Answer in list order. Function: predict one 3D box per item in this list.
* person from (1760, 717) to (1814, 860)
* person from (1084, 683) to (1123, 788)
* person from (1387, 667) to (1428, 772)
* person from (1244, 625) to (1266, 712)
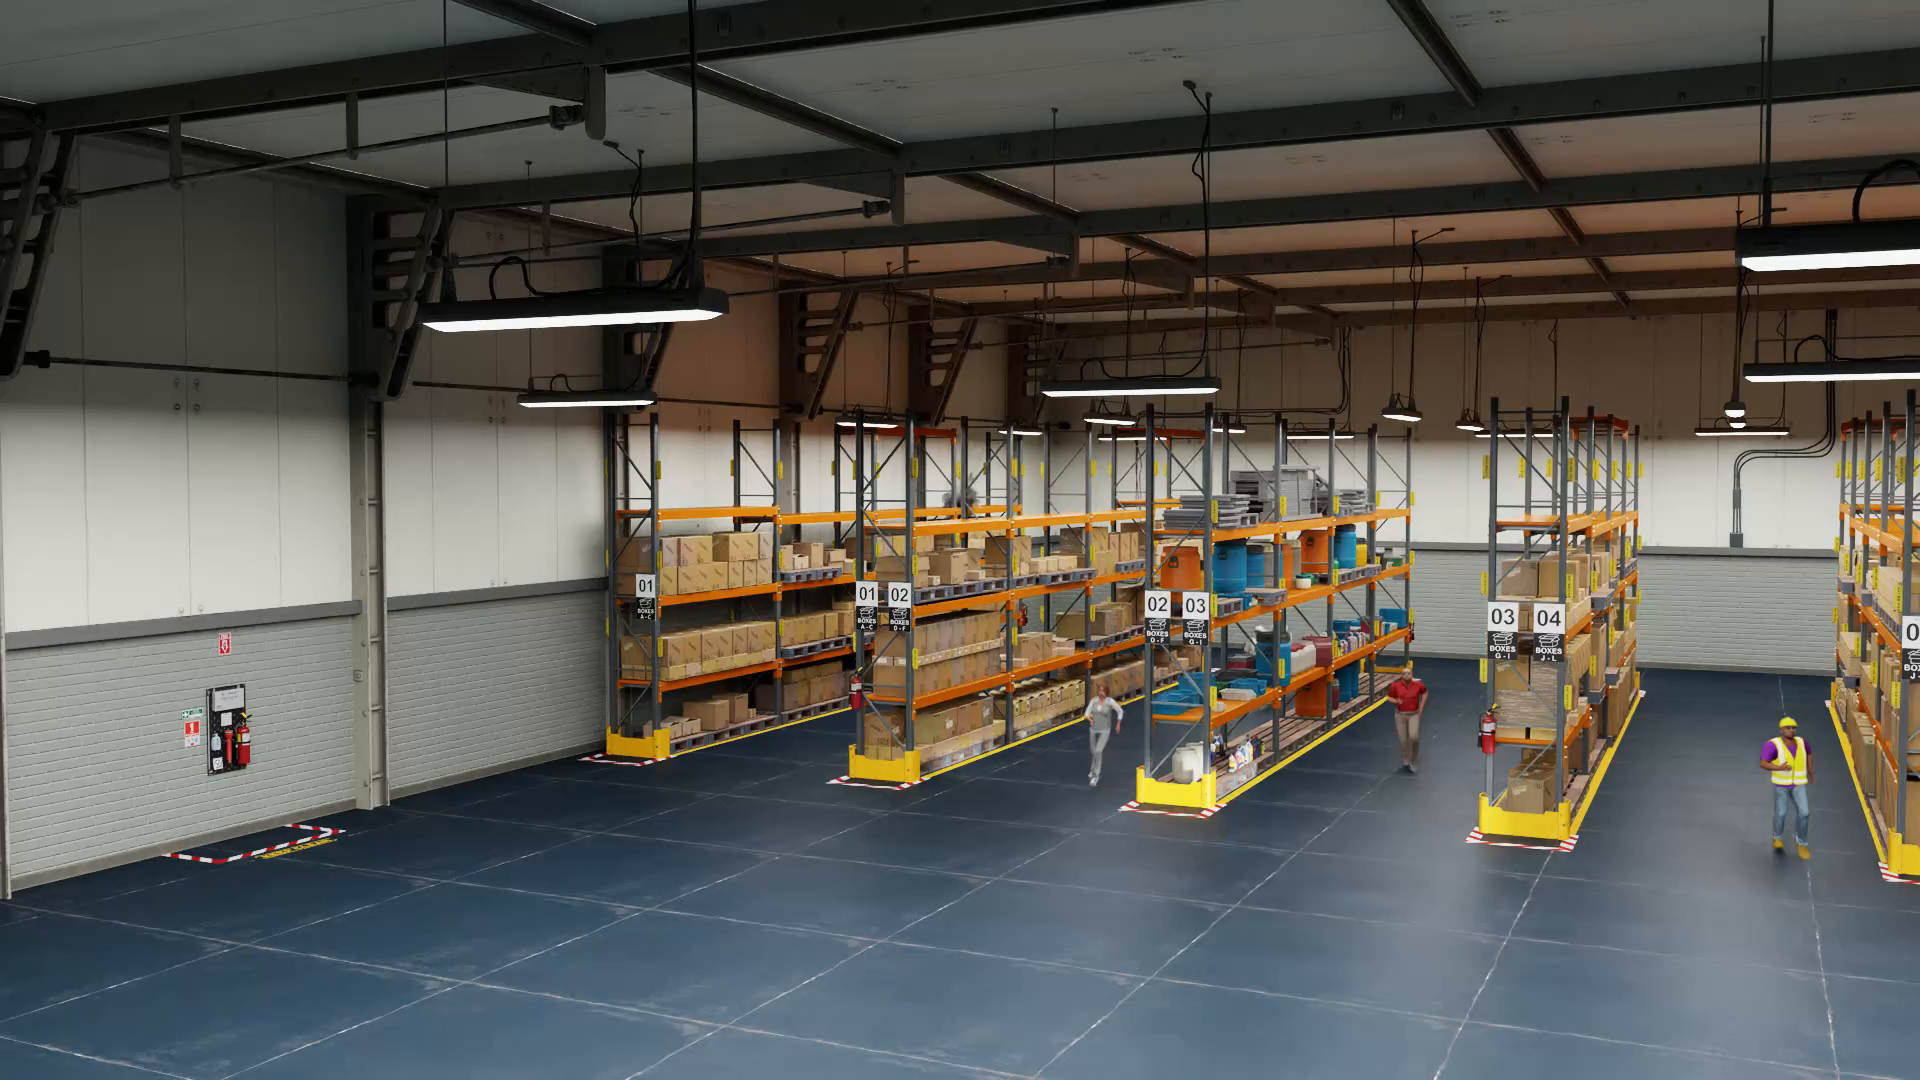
[{"bbox_3d":[10.758,3.209,21.610,0.710,1.825,0.703,0,2,10],"label":"person"},{"bbox_3d":[2.267,3.093,26.496,0.596,1.644,0.722,1,3,26],"label":"person"},{"bbox_3d":[7.455,2.994,27.750,0.641,1.759,0.790,1,3,20],"label":"person"},{"bbox_3d":[6.282,2.661,34.652,0.714,1.789,0.843,1,3,22],"label":"person"}]
